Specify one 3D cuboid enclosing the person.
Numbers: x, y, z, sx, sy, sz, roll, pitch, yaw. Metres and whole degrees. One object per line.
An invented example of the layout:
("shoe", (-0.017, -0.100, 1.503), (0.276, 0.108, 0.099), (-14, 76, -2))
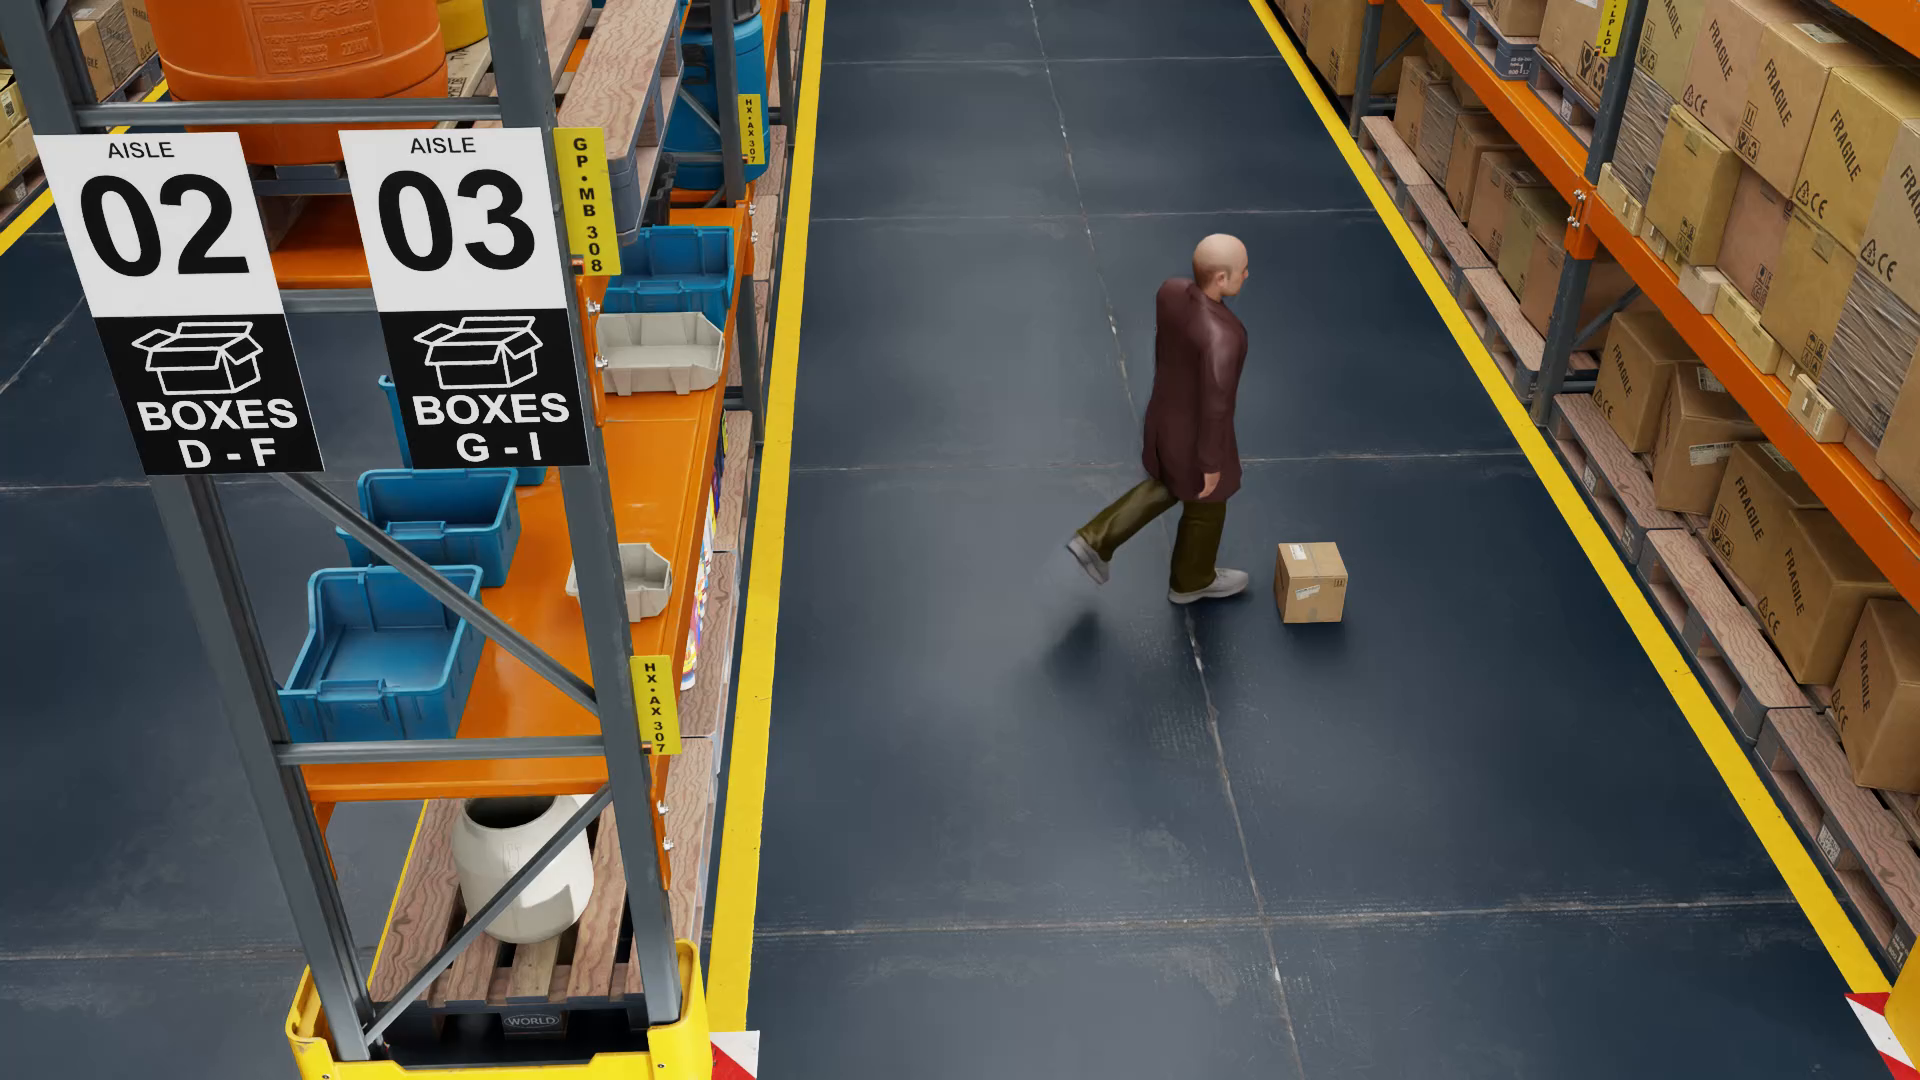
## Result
("person", (0.890, -0.430, 6.762), (0.829, 1.771, 0.625), (-13, 37, -17))
